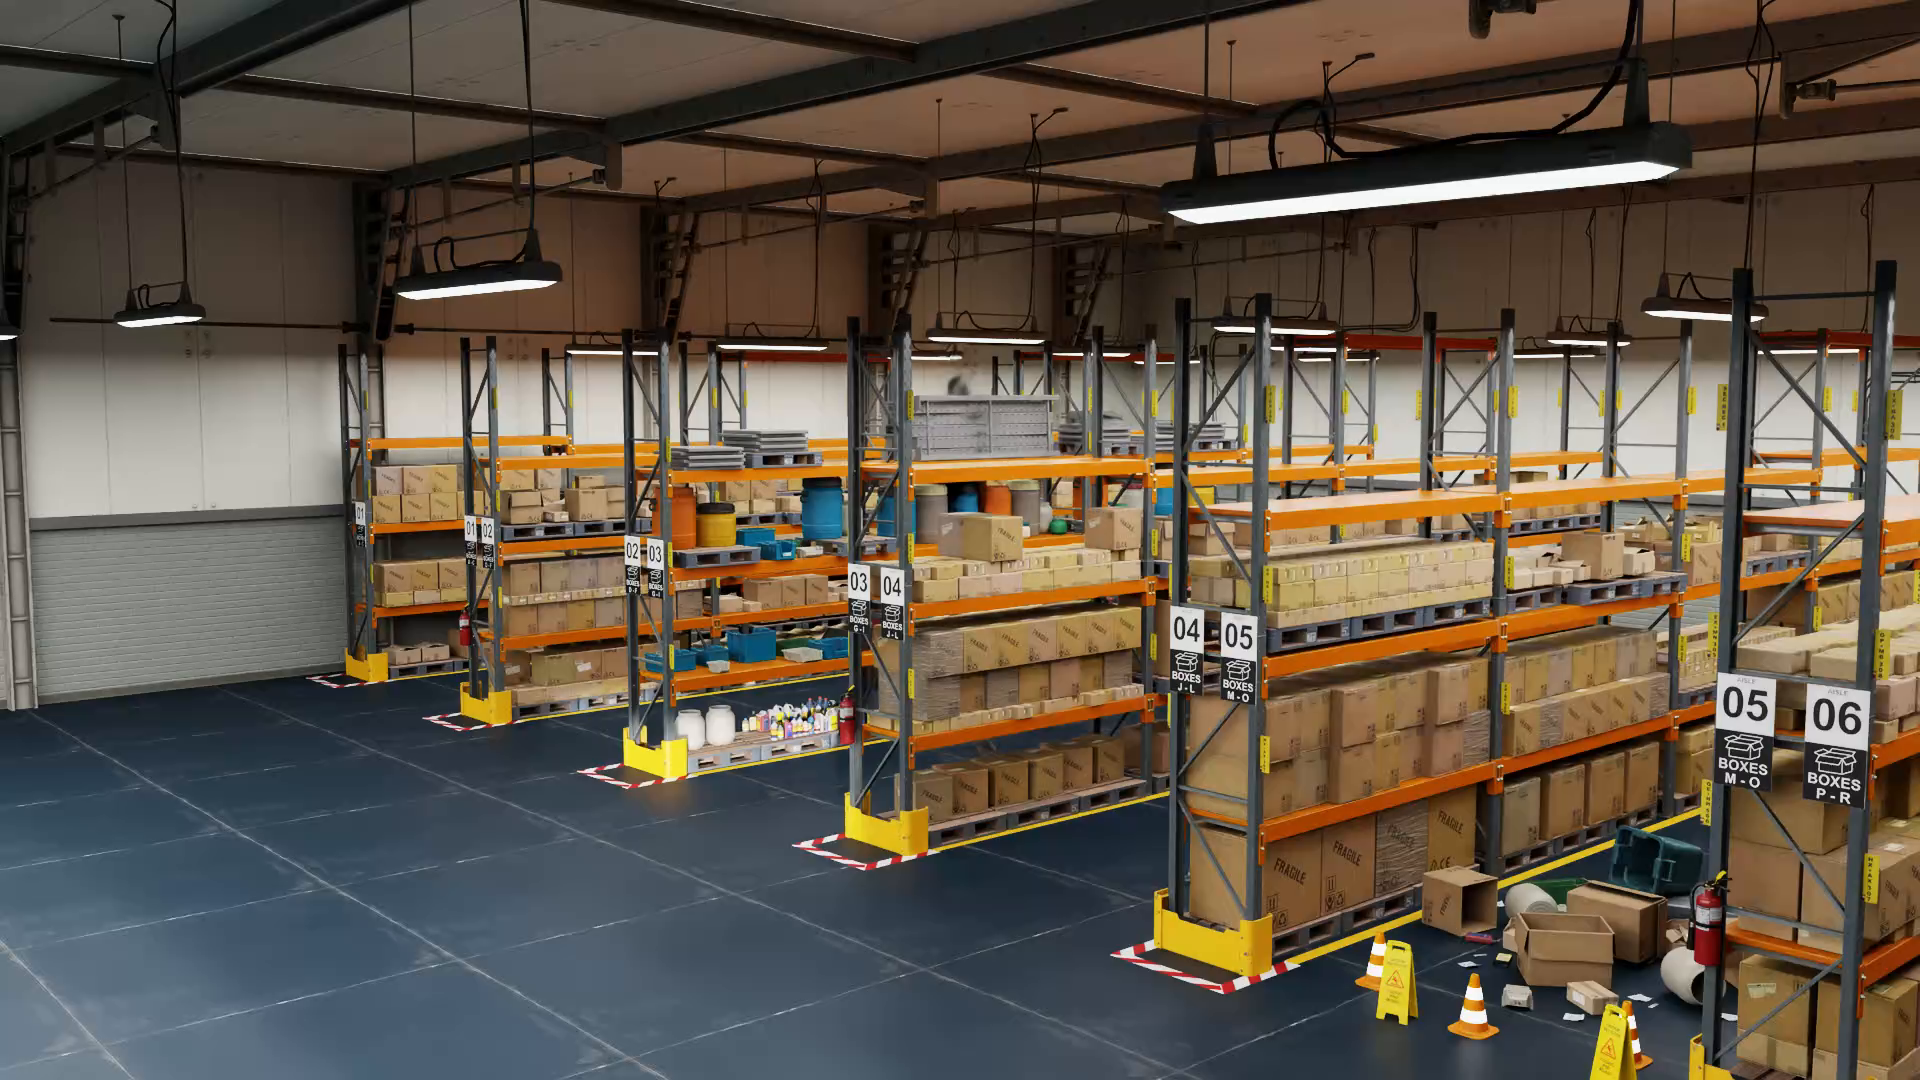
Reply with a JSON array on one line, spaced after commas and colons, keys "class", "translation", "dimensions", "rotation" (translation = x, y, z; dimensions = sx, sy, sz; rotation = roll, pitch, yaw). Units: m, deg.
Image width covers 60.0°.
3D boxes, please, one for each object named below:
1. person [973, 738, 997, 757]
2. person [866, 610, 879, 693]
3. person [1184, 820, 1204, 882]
[{"class": "person", "translation": [0.244, 2.308, 22.622], "dimensions": [0.589, 1.653, 0.528], "rotation": [5, 7, 42]}, {"class": "person", "translation": [-1.457, 1.910, 26.795], "dimensions": [0.676, 1.710, 0.802], "rotation": [5, 7, 43]}, {"class": "person", "translation": [2.566, 2.764, 17.725], "dimensions": [0.539, 1.583, 0.895], "rotation": [3, 6, 32]}]
